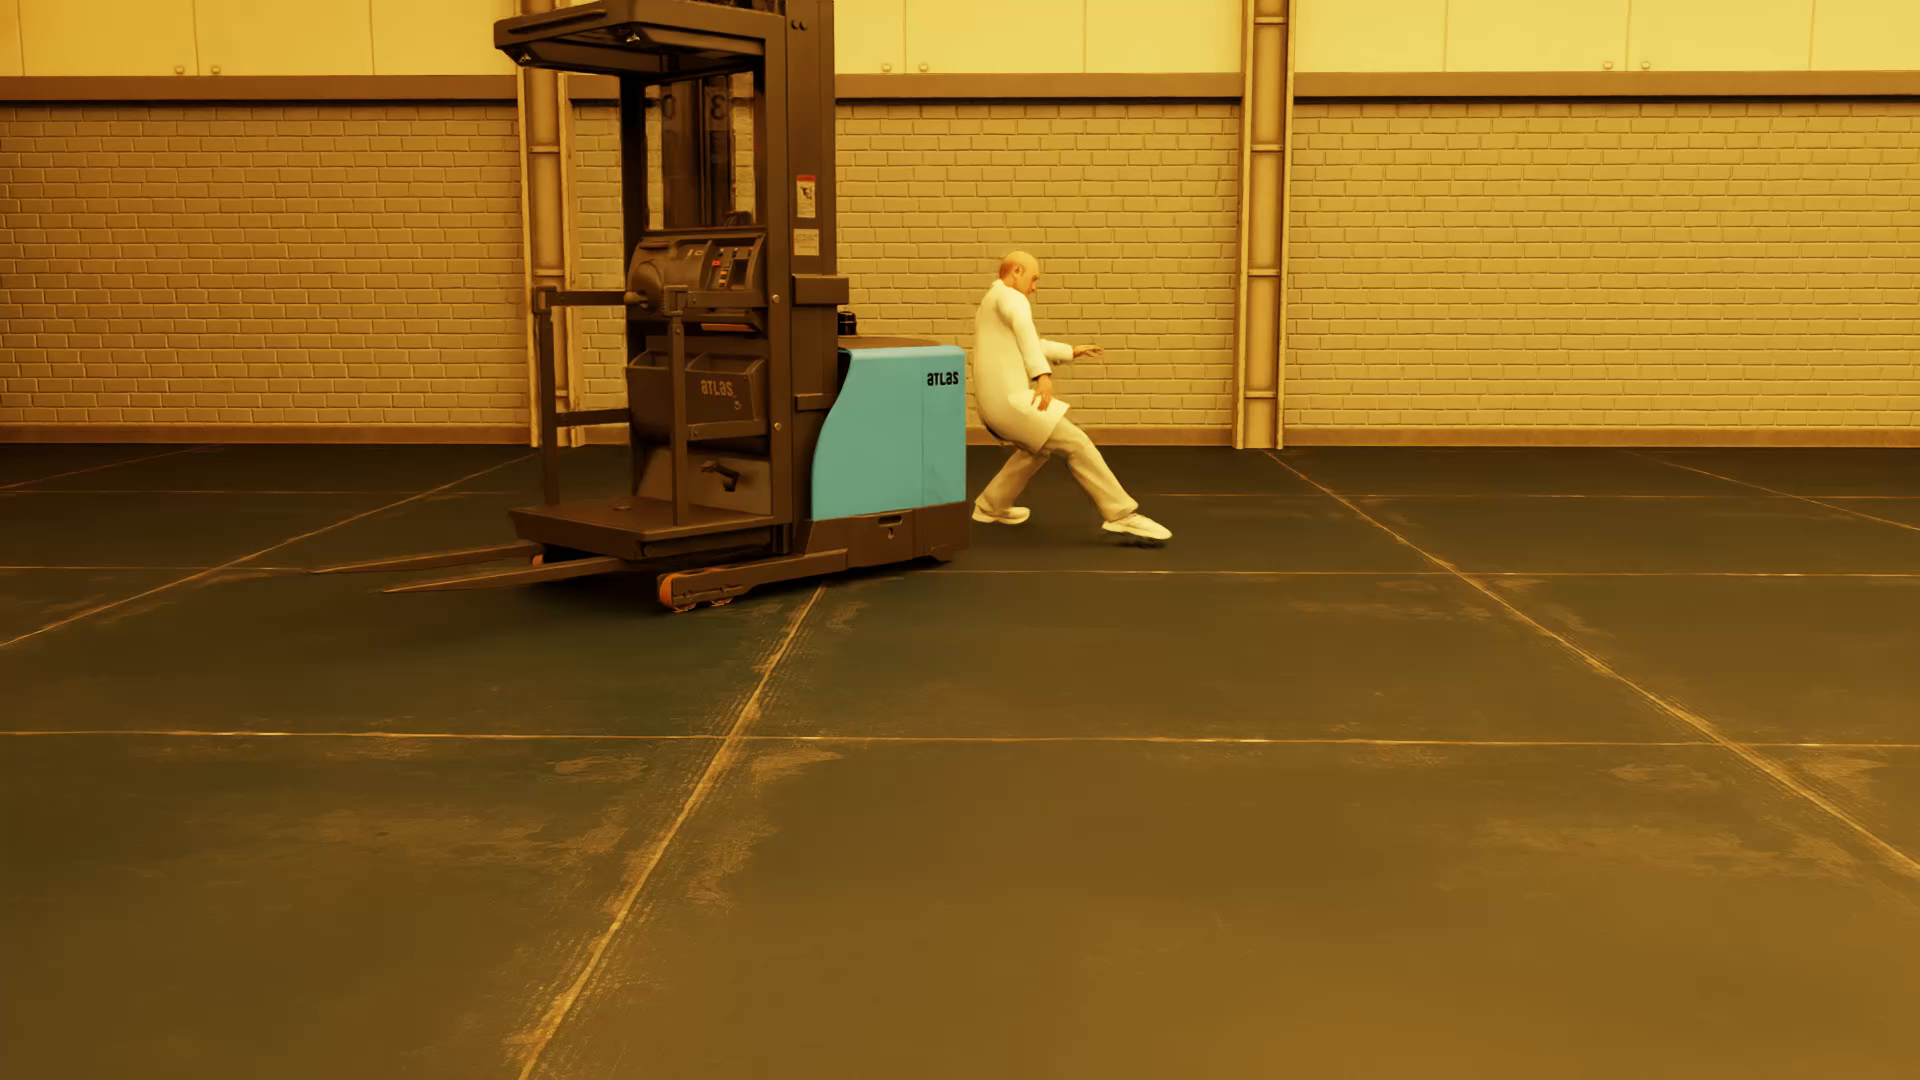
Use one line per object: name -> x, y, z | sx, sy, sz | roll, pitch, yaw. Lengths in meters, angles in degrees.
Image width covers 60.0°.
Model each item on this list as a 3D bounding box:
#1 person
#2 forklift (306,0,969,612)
person -> 0.569, -0.785, 8.965 | 1.003, 1.524, 1.058 | -1, 9, -6
forklift -> -1.344, -1.231, 7.354 | 1.130, 2.935, 3.031 | 8, 12, 44
